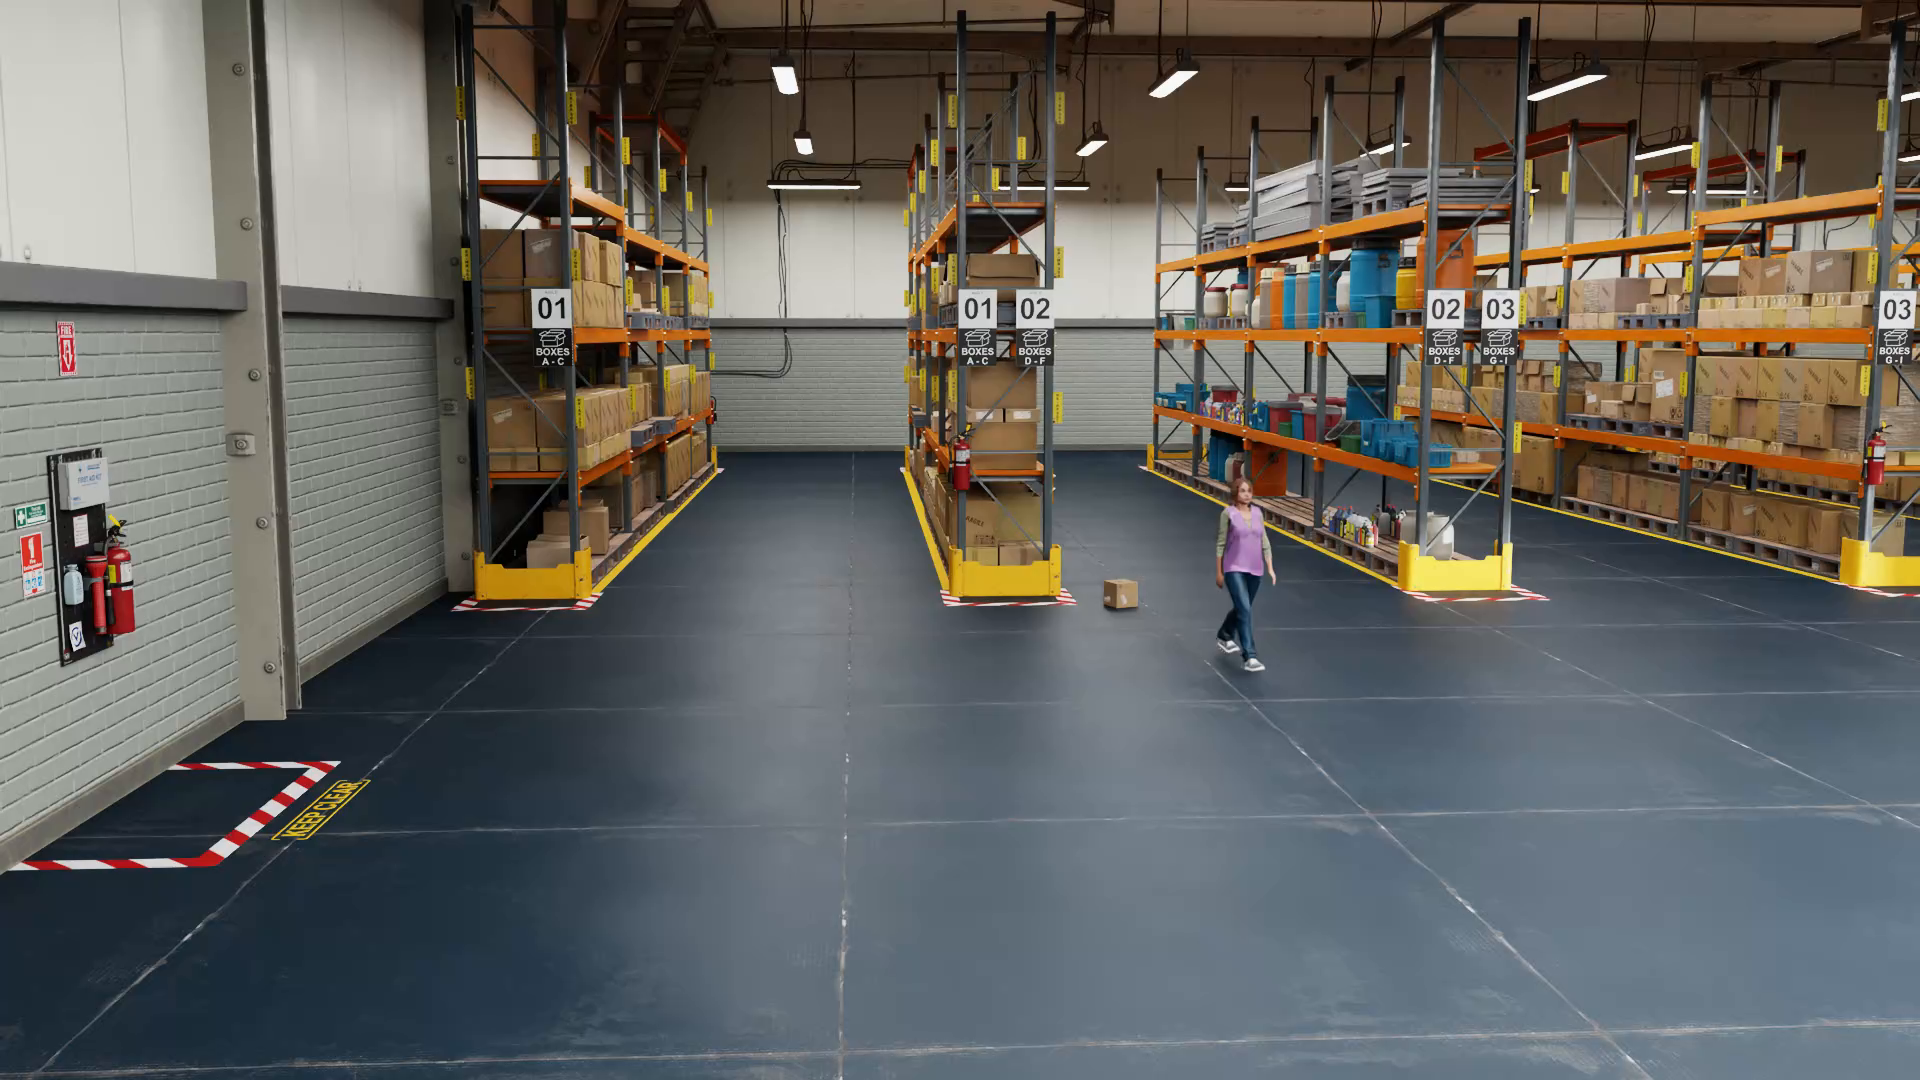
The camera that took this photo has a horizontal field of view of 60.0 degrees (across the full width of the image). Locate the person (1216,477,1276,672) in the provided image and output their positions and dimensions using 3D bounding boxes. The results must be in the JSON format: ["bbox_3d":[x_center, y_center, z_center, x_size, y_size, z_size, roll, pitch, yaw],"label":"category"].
[{"bbox_3d":[2.350,0.256,13.693,0.424,1.543,0.938,-2,7,-18],"label":"person"}]
